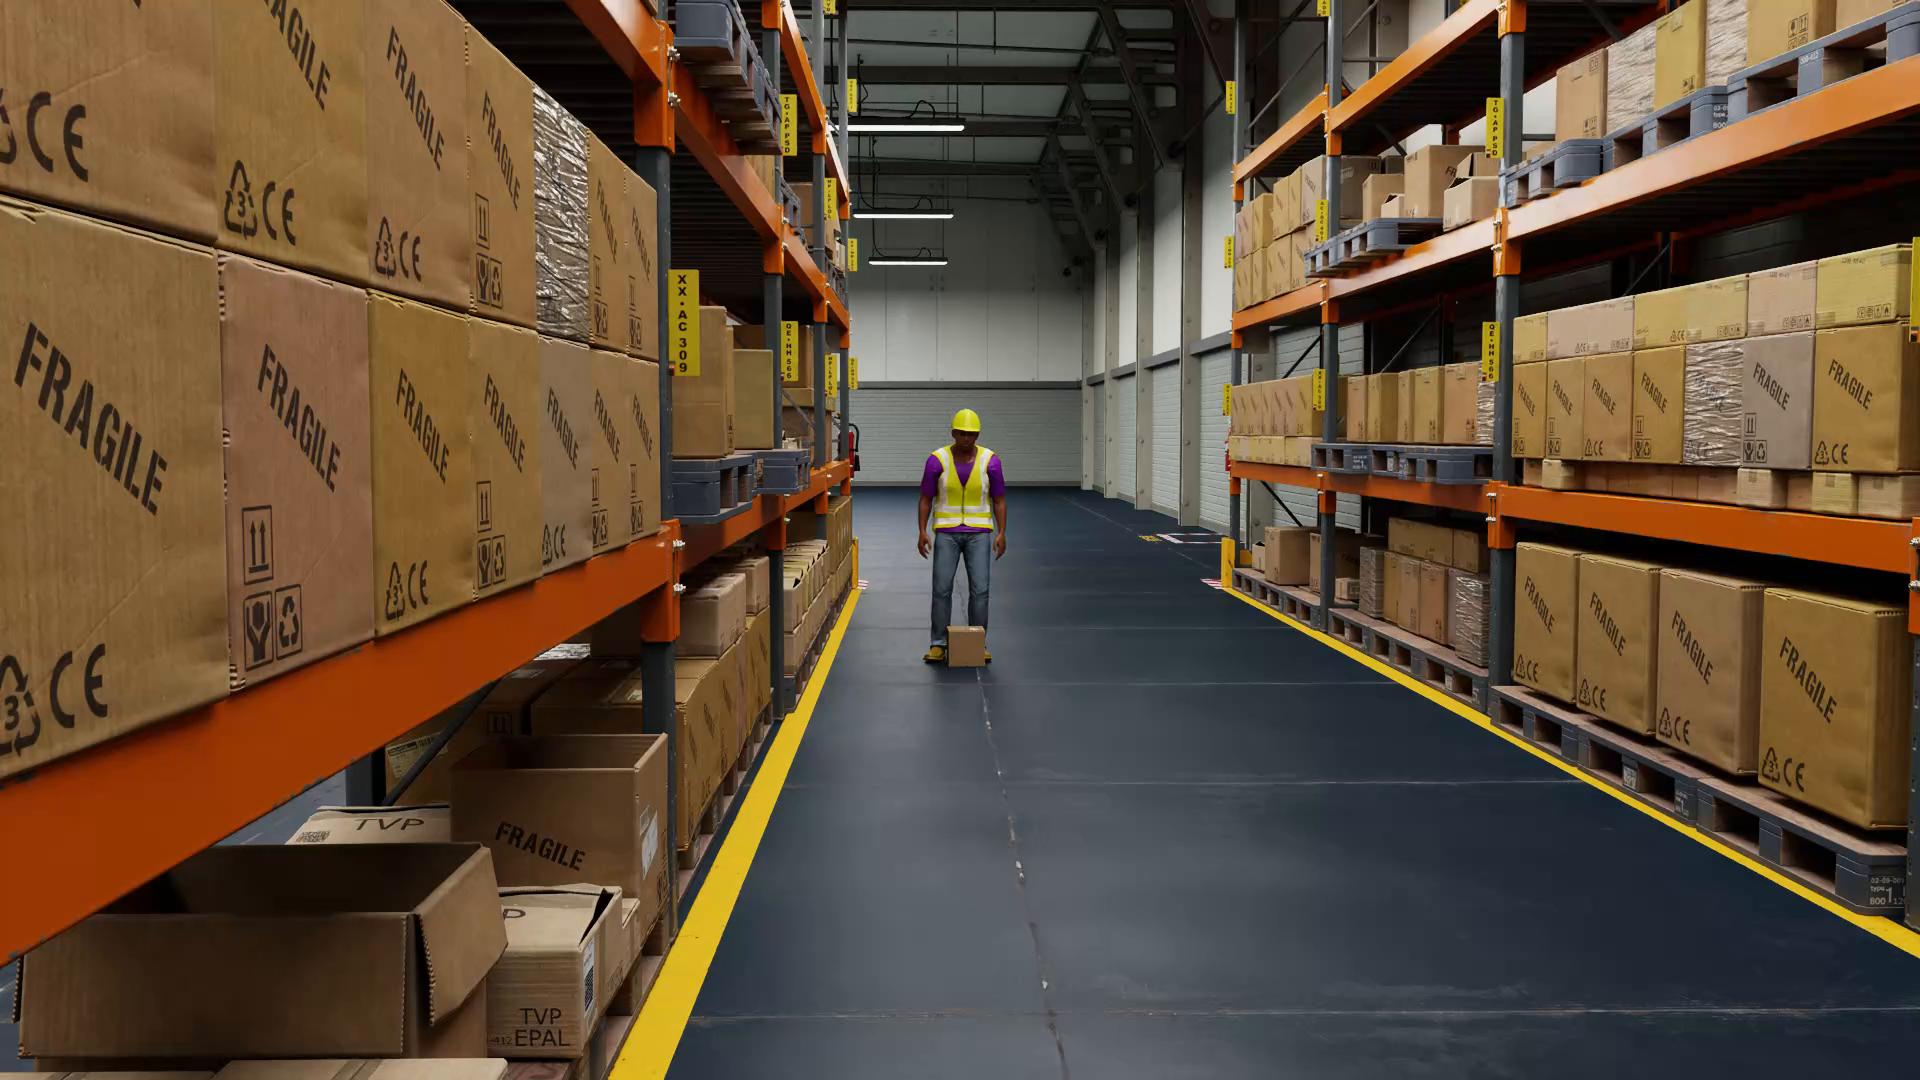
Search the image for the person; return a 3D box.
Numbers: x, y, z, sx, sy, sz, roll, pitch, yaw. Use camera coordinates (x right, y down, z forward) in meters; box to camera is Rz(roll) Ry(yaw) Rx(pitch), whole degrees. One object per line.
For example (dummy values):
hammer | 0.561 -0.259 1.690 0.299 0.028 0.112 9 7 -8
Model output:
person | 0.015 -0.034 11.633 0.625 1.760 0.460 0 4 -2
